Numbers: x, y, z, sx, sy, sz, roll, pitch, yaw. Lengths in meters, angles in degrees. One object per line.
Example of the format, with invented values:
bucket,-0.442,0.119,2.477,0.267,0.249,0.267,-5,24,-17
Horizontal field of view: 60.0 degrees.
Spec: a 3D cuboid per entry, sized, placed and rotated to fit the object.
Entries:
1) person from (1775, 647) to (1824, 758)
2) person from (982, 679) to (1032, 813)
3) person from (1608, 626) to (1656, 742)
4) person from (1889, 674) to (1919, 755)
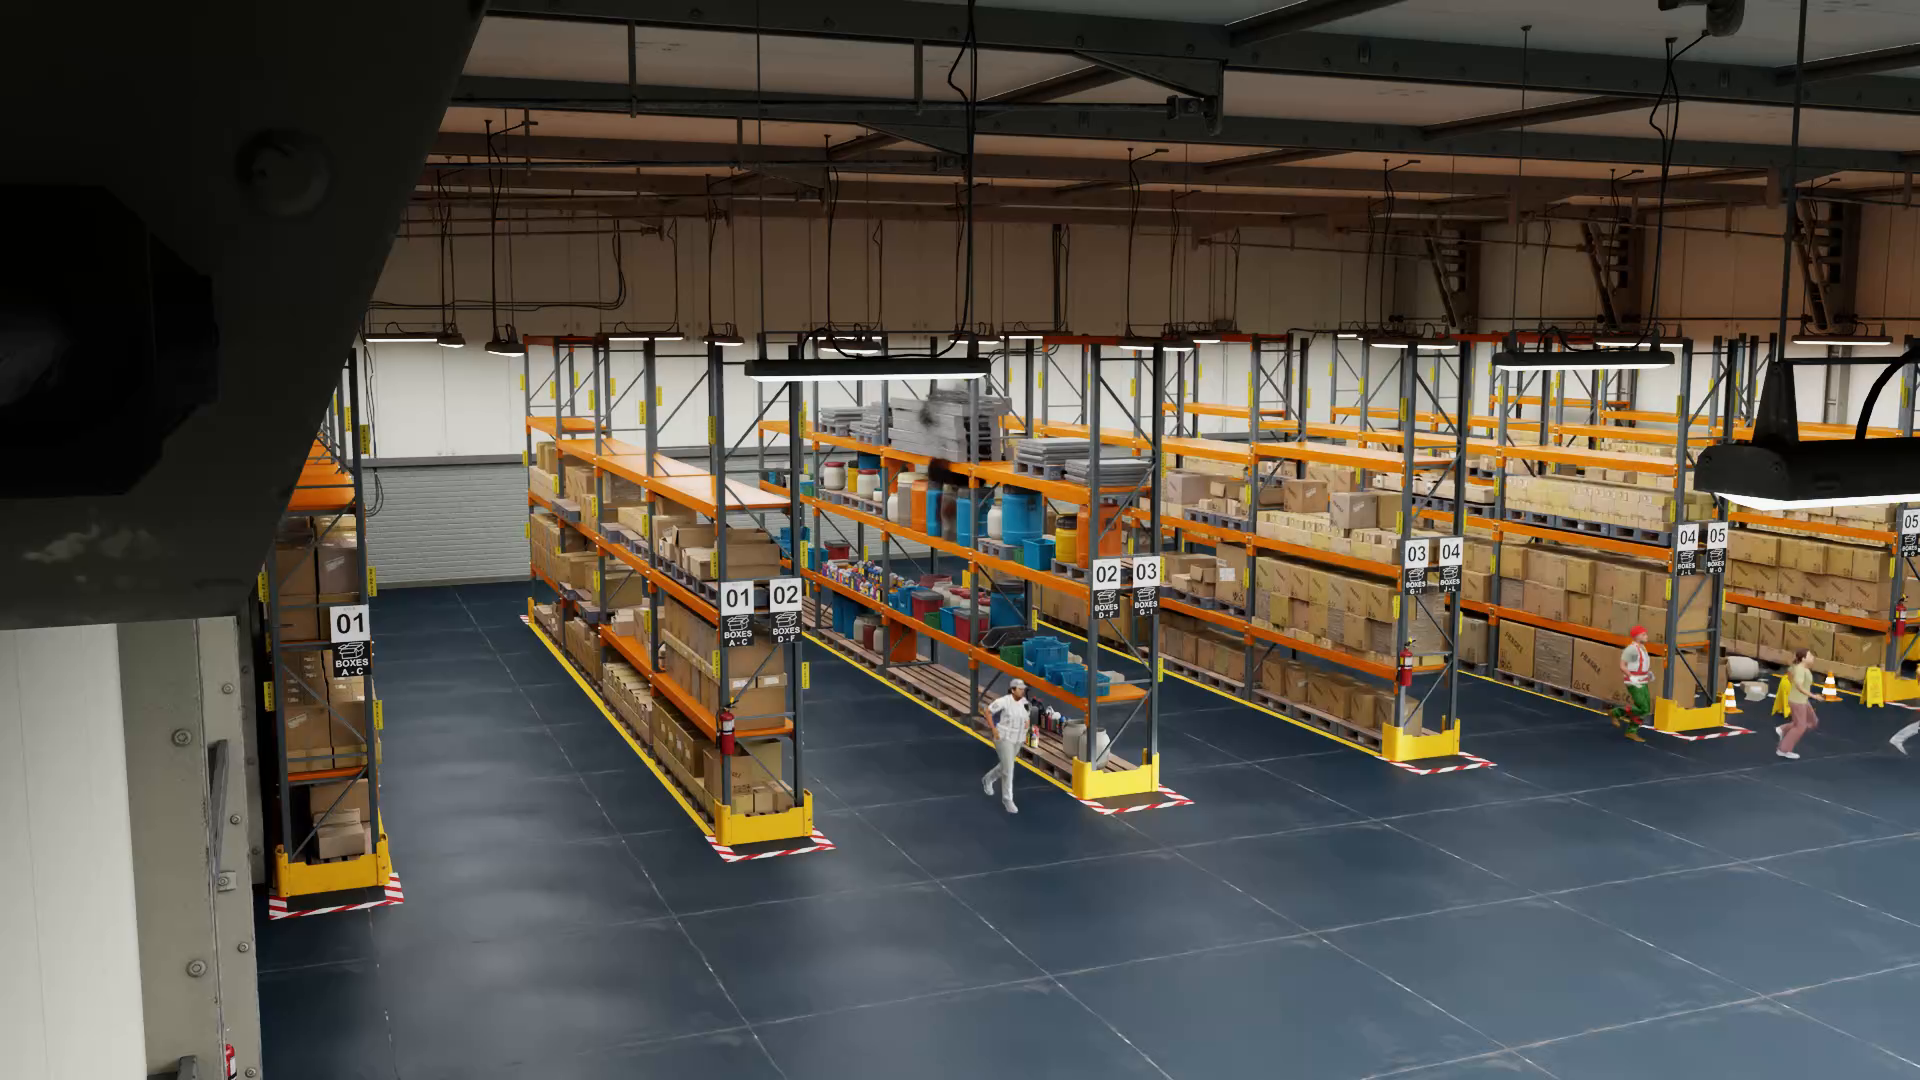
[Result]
person,12.145,2.345,24.037,0.602,1.628,0.601,4,9,28
person,0.664,2.632,21.825,0.649,1.649,0.874,-6,10,-38
person,10.170,2.151,25.135,0.591,1.744,0.661,7,10,41
person,13.817,2.281,23.625,1.001,1.769,0.684,3,8,22
